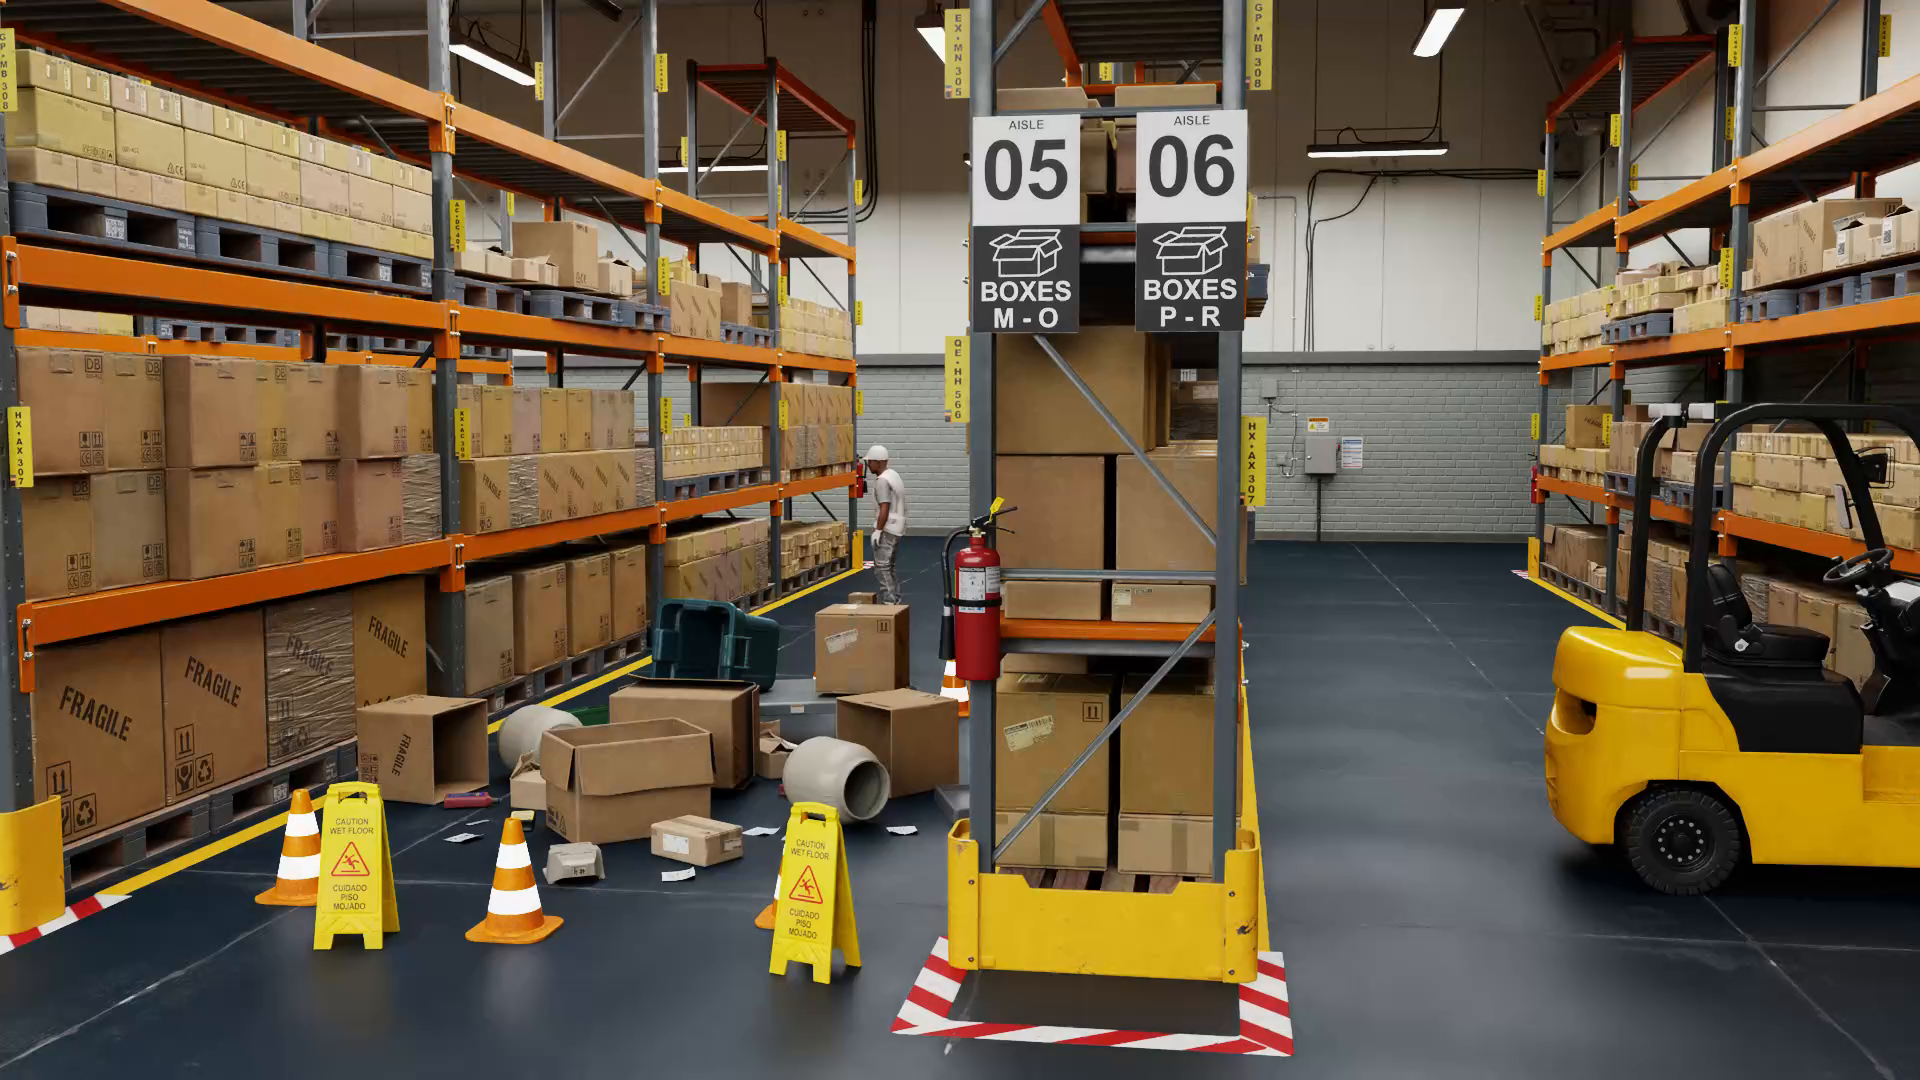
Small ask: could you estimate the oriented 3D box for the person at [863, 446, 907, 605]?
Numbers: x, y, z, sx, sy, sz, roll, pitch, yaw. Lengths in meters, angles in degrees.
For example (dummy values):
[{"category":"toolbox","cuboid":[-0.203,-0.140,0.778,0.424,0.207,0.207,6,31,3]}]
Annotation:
[{"category":"person","cuboid":[-0.770,-0.079,17.030,0.446,1.775,0.619,1,4,9]}]
